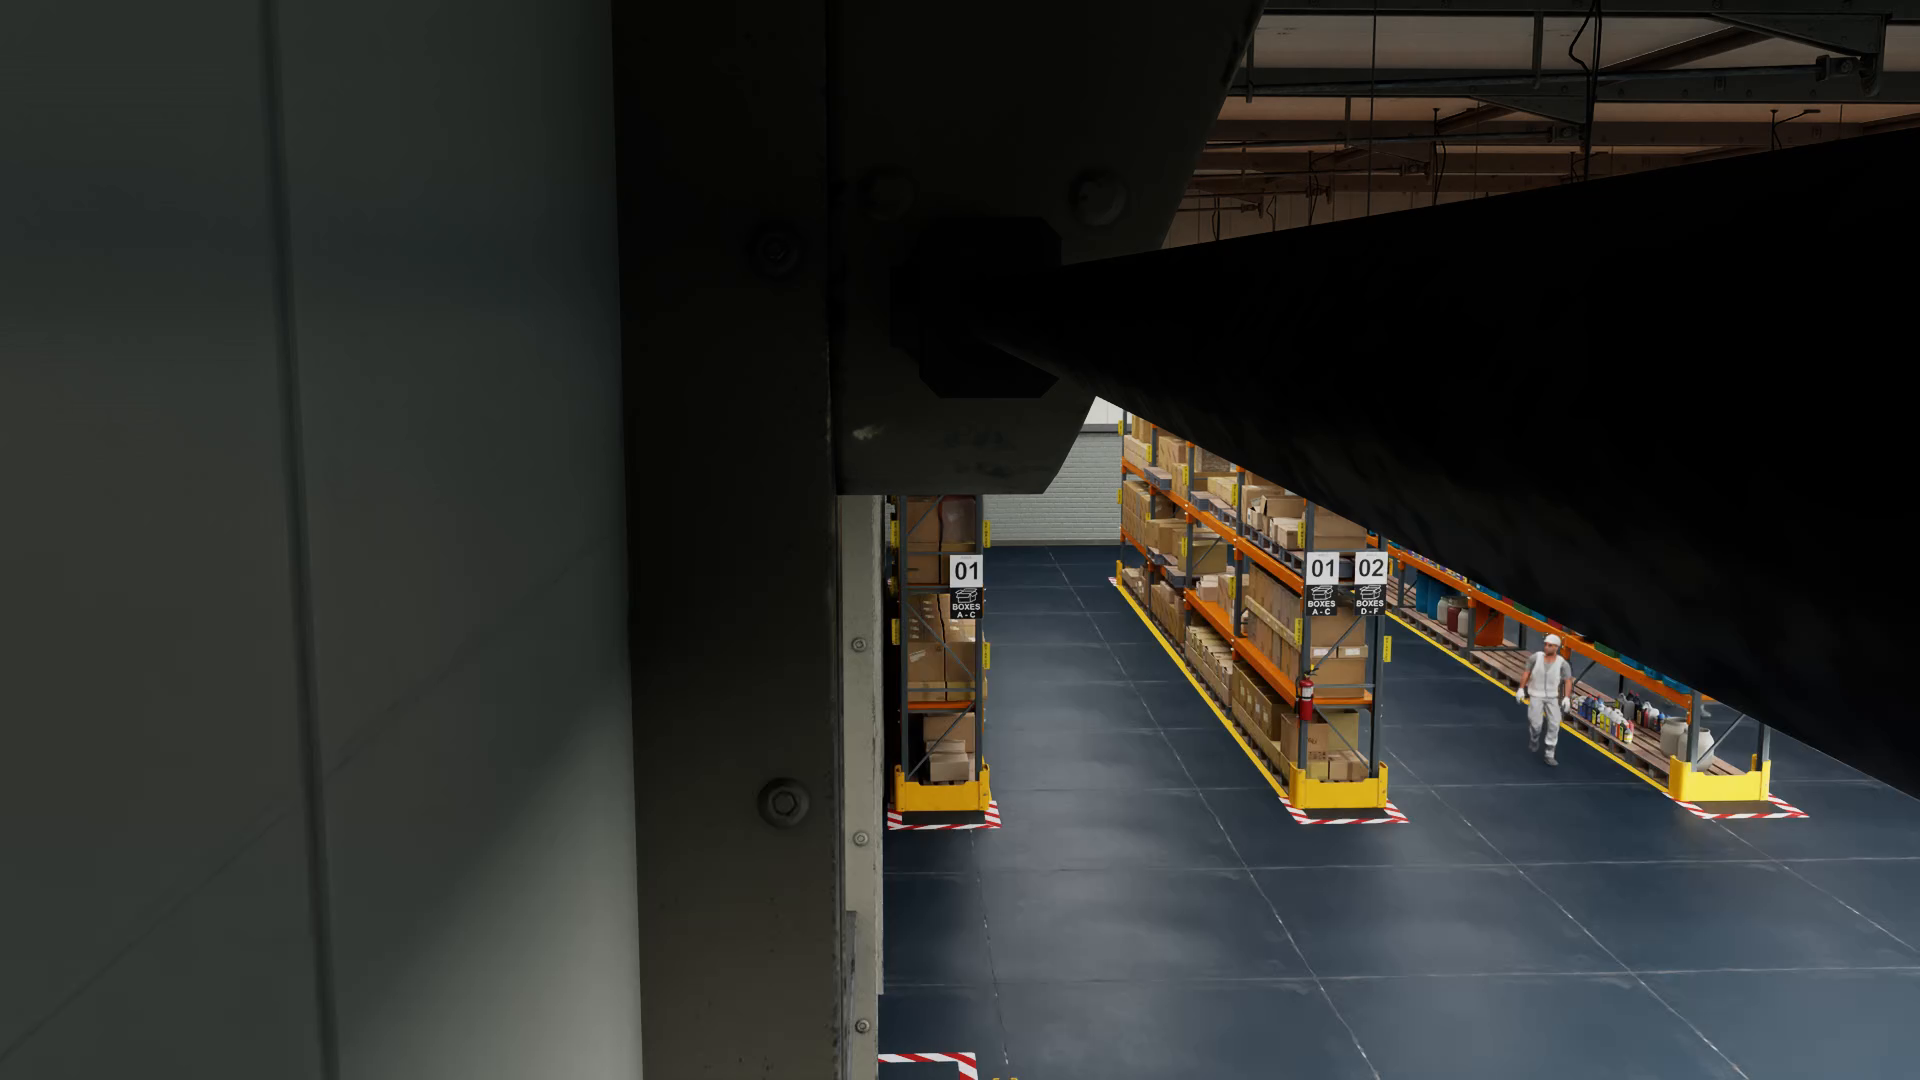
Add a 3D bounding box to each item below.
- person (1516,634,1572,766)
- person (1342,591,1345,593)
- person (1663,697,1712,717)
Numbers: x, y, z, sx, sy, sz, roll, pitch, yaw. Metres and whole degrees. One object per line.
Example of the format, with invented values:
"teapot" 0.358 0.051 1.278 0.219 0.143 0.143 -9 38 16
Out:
"person" 7.933 2.145 22.547 0.631 1.769 0.676 0 8 -1
"person" 6.334 1.343 28.350 0.550 1.618 0.978 -1 9 -10
"person" 11.078 1.807 25.210 0.568 1.641 0.982 -1 9 -9
